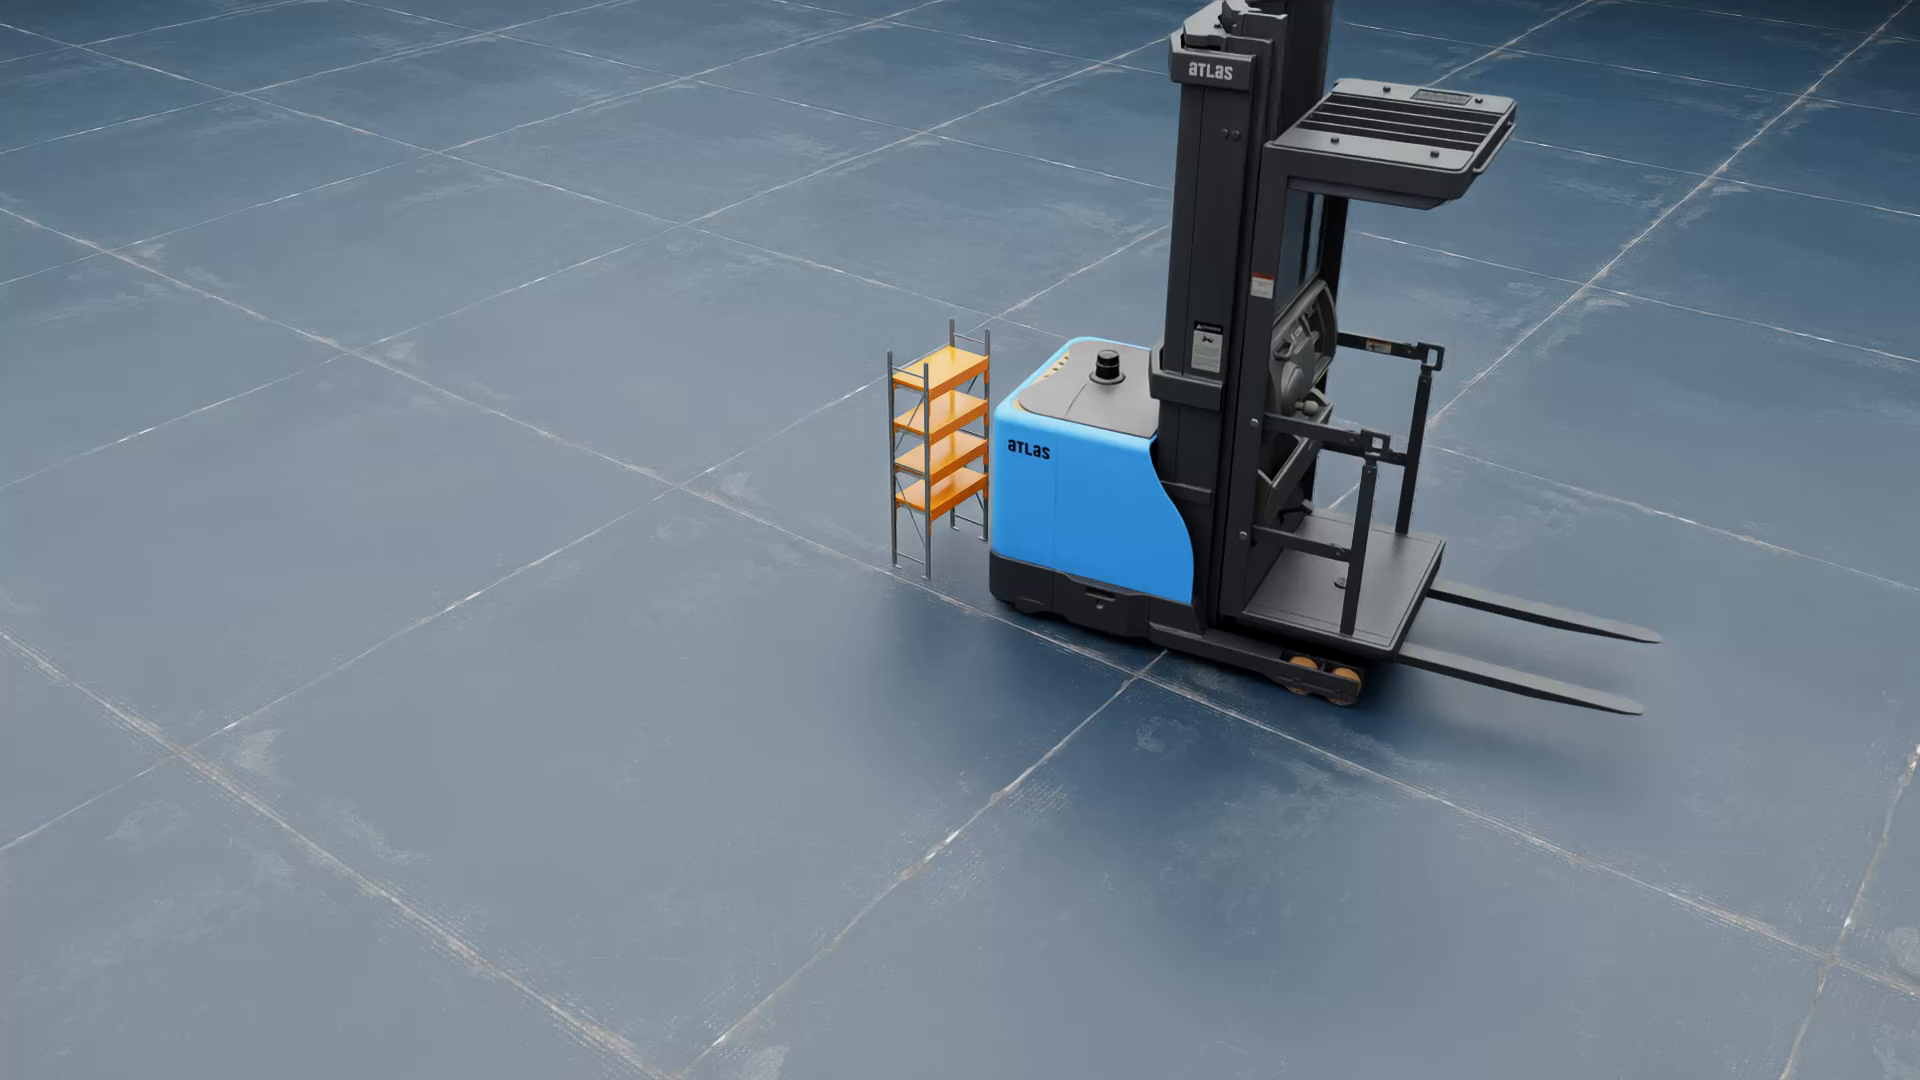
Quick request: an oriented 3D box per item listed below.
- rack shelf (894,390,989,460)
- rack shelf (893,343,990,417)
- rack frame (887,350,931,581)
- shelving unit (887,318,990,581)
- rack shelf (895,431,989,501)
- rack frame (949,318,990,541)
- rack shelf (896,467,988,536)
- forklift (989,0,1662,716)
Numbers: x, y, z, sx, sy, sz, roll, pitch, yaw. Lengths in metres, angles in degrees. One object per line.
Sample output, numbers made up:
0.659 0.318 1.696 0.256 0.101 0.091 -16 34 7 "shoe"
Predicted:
-0.100 -0.583 8.251 0.258 0.148 0.480 21 37 31 "rack shelf"
-0.100 -0.787 8.130 0.258 0.148 0.480 21 37 31 "rack shelf"
-0.247 -0.350 8.163 0.240 1.200 0.015 21 37 31 "rack frame"
-0.100 -0.449 8.331 0.258 1.200 0.503 21 37 31 "shelving unit"
-0.100 -0.391 8.365 0.258 0.148 0.480 21 37 31 "rack shelf"
0.047 -0.548 8.498 0.240 1.200 0.015 21 37 31 "rack frame"
-0.100 -0.220 8.466 0.258 0.148 0.480 21 37 31 "rack shelf"
1.695 -0.826 7.269 3.031 2.935 1.130 14 34 23 "forklift"
